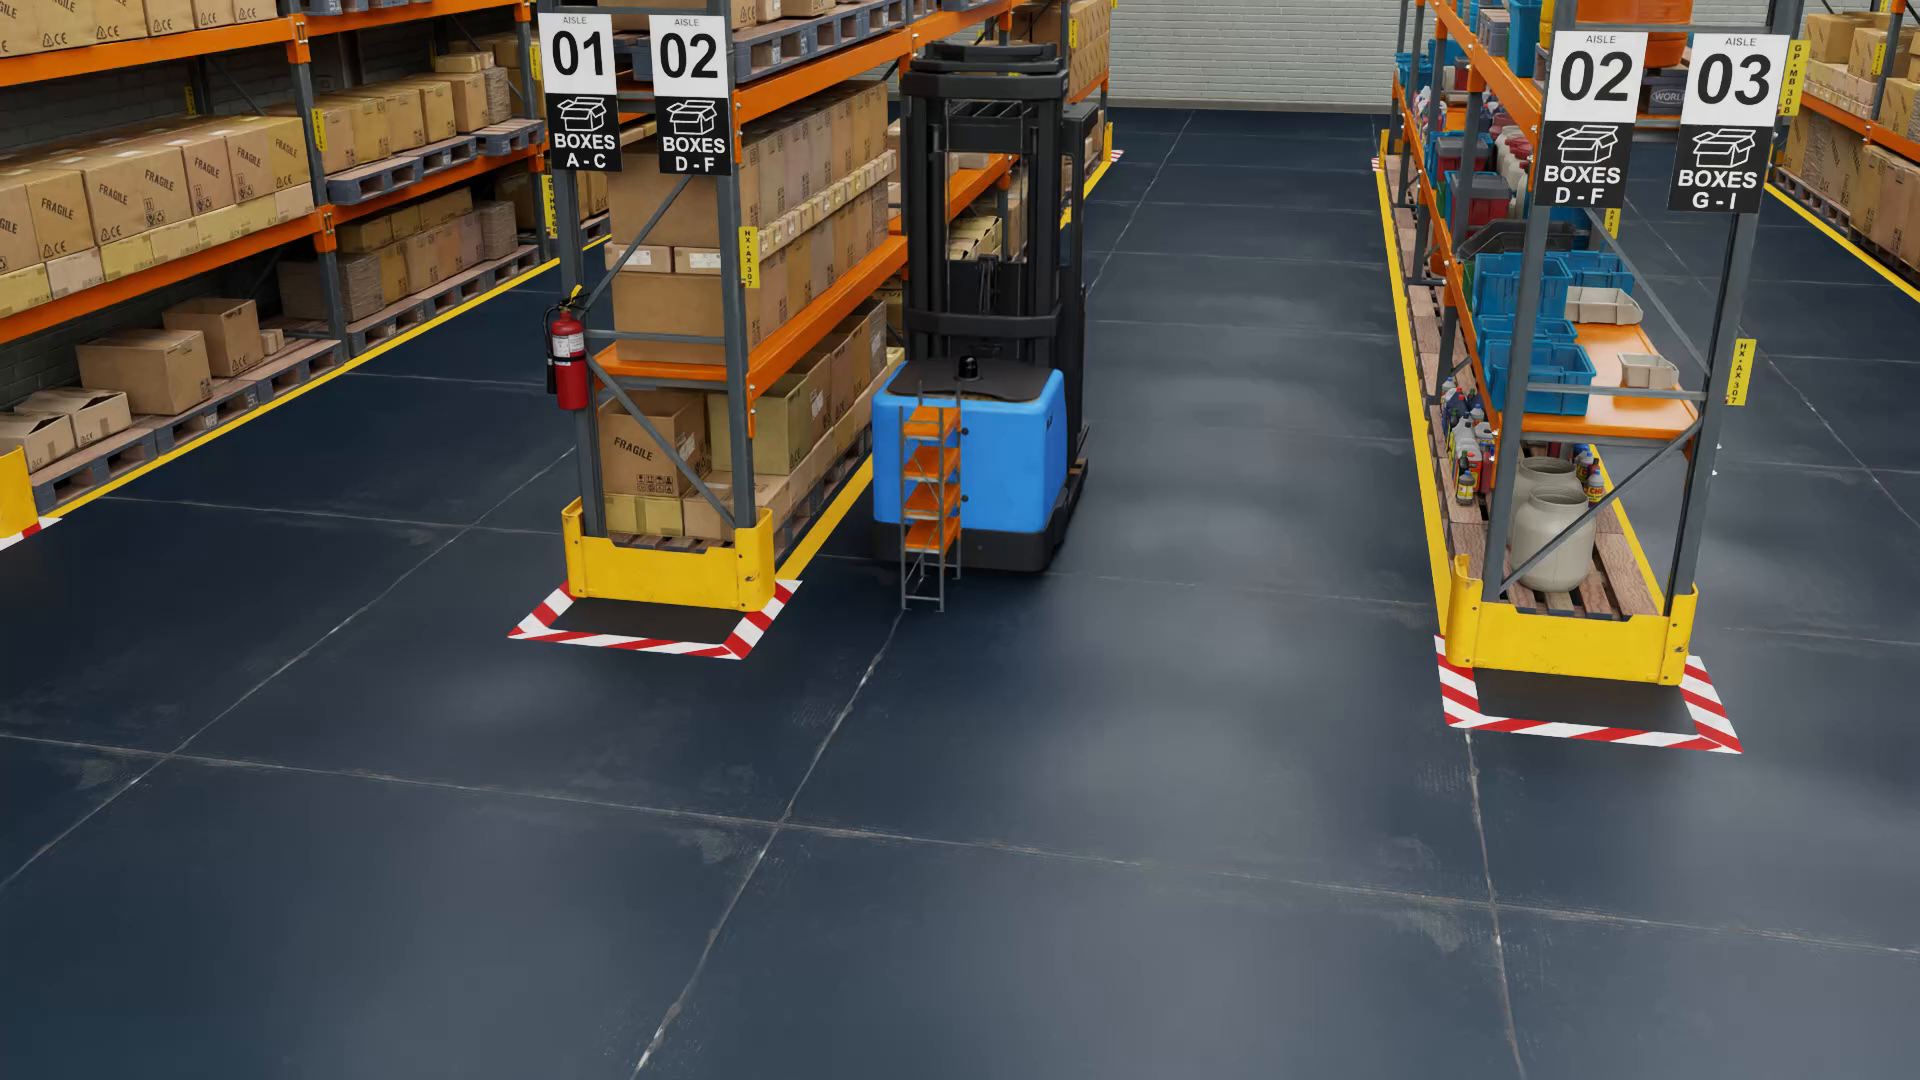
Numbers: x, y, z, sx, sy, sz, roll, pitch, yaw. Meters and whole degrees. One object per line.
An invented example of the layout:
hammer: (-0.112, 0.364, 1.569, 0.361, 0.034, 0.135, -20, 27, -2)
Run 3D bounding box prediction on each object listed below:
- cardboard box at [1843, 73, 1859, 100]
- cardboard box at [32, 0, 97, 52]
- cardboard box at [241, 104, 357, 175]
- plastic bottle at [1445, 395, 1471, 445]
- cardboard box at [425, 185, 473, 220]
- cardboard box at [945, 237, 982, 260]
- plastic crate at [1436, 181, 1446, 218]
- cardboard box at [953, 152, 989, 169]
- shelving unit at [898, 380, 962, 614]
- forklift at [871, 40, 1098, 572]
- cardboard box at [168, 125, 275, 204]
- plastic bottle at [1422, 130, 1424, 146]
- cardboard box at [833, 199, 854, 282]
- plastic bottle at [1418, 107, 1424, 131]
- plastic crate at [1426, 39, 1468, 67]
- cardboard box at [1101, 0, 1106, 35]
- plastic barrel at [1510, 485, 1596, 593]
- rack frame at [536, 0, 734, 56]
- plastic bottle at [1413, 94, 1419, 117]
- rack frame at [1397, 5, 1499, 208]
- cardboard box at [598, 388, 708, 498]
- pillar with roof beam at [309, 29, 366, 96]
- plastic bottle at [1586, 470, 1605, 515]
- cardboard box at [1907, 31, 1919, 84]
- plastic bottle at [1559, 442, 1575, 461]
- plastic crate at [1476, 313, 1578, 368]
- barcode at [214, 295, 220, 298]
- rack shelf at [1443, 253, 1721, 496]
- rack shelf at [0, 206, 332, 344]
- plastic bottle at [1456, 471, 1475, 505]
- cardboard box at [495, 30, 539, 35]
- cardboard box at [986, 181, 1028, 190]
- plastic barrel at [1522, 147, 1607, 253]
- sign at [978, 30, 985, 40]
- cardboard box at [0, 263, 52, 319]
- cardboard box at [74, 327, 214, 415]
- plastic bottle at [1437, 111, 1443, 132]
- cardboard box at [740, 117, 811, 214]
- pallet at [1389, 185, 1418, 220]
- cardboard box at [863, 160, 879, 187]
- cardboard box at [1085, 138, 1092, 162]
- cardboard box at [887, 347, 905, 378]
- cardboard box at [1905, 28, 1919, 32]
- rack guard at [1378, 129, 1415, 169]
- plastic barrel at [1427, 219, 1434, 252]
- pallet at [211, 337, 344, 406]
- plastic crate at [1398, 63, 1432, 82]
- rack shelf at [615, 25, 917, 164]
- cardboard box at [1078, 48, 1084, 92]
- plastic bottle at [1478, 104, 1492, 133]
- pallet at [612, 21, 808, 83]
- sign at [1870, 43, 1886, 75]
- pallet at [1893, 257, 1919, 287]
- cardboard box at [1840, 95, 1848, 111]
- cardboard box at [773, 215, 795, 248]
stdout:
cardboard box: (10.427, -5.169, 18.977, 0.500, 0.250, 0.500, 5, 23, 13)
cardboard box: (-5.945, -3.408, 10.626, 0.500, 0.500, 0.500, 6, 23, 13)
cardboard box: (-5.551, -3.371, 13.986, 0.700, 0.500, 0.500, 5, 22, 11)
plastic bottle: (3.400, -0.825, 11.343, 0.144, 0.351, 0.185, 4, 22, 9)
cardboard box: (-5.146, -3.321, 16.339, 0.500, 0.250, 0.500, 5, 22, 12)
cardboard box: (-0.093, -2.618, 15.206, 0.500, 0.311, 0.500, 4, 22, 11)
plastic crate: (4.089, -2.742, 13.430, 0.450, 0.188, 0.662, 4, 22, 11)
cardboard box: (0.065, -3.557, 15.507, 0.380, 0.149, 0.250, 4, 22, 11)
shelving unit: (-0.162, -0.244, 9.353, 0.258, 1.200, 0.503, 4, 22, 10)
forklift: (0.263, -1.693, 10.634, 1.130, 2.935, 3.031, 4, 22, 10)
cardboard box: (-5.579, -2.845, 12.573, 0.500, 0.500, 0.500, 4, 22, 11)
plastic bottle: (4.679, -4.036, 16.626, 0.097, 0.201, 0.097, 0, 22, 0)
cardboard box: (-1.130, -2.068, 11.339, 0.700, 0.500, 0.500, 5, 22, 12)
plastic bottle: (4.868, -4.408, 17.456, 0.097, 0.271, 0.097, 0, 22, 0)
plastic crate: (6.573, -6.478, 22.296, 0.616, 0.435, 0.499, 4, 22, 11)
cardboard box: (1.686, -7.091, 22.473, 0.500, 0.500, 0.500, 5, 22, 12)
plastic barrel: (3.253, -0.006, 9.122, 0.421, 0.512, 0.421, 0, 22, 0)
rack frame: (-1.655, -3.881, 7.944, 1.000, 3.000, 0.127, 4, 22, 11)
plastic bottle: (5.097, -4.818, 18.475, 0.097, 0.271, 0.097, 0, 22, 0)
rack frame: (5.642, -5.108, 19.021, 1.000, 3.000, 0.127, 4, 22, 11)
cardboard box: (-1.837, -0.584, 9.903, 0.500, 0.500, 0.500, 4, 22, 11)
pillar with roof beam: (-1.770, -6.445, 14.311, 9.100, 9.000, 0.400, 4, 22, 11)
plastic bottle: (3.869, -0.297, 10.139, 0.097, 0.271, 0.097, 0, 22, 0)
cardboard box: (10.369, -5.008, 17.295, 0.797, 0.503, 0.637, 4, 22, 10)
plastic bottle: (4.019, -0.618, 10.929, 0.152, 0.276, 0.135, 5, 22, 12)
plastic crate: (3.141, -1.093, 9.251, 0.499, 0.251, 0.408, 4, 22, 11)
barcode: (-6.034, -1.951, 13.511, 0.001, 0.075, 0.075, 4, 22, 11)
rack shelf: (3.602, -1.117, 10.074, 1.077, 0.370, 4.000, 4, 22, 11)
rack shelf: (-6.097, -1.872, 11.949, 1.077, 0.370, 4.000, 4, 22, 11)
plastic bottle: (3.139, -0.330, 10.315, 0.097, 0.201, 0.097, 0, 22, 0)
cardboard box: (-4.817, -5.504, 18.441, 0.500, 0.250, 0.500, 4, 22, 10)
cardboard box: (0.559, -3.588, 18.004, 0.500, 0.500, 0.500, 4, 22, 10)
plastic barrel: (4.385, -2.533, 11.956, 0.600, 0.901, 0.708, 4, 22, 11)
sign: (0.261, -5.927, 19.896, 0.100, 0.325, 0.005, 4, 22, 11)
cardboard box: (-6.094, -1.568, 10.406, 0.500, 0.250, 0.500, 4, 22, 9)
cardboard box: (-5.961, -1.238, 12.169, 0.700, 0.500, 0.500, 3, 22, 8)
plastic bottle: (4.903, -4.246, 17.037, 0.061, 0.283, 0.133, 4, 22, 11)
cardboard box: (-1.332, -2.312, 10.210, 0.700, 0.500, 0.500, 5, 22, 11)
pallet: (5.754, -4.086, 20.217, 1.003, 0.211, 1.213, 4, 22, 11)
cardboard box: (-0.788, -2.606, 11.807, 0.380, 0.149, 0.250, 4, 22, 9)
cardboard box: (1.517, -5.315, 22.628, 0.500, 0.250, 0.500, 4, 22, 11)
cardboard box: (-0.719, -1.294, 12.670, 0.500, 0.250, 0.500, 4, 22, 11)
cardboard box: (10.947, -5.482, 18.748, 0.500, 0.500, 0.500, 4, 22, 11)
rack guard: (6.451, -5.421, 23.144, 1.175, 0.500, 0.348, 4, 22, 11)
plastic barrel: (4.937, -3.079, 16.752, 0.421, 0.512, 0.421, 0, 22, 0)
pallet: (-5.791, -1.395, 13.536, 1.003, 0.211, 1.213, 4, 22, 11)
plastic crate: (5.817, -5.974, 21.315, 0.416, 0.233, 0.300, 4, 22, 11)
rack shelf: (-1.247, -2.887, 10.455, 1.077, 0.370, 4.000, 4, 22, 11)
cardboard box: (1.266, -5.886, 20.820, 0.500, 0.500, 0.500, 5, 22, 12)
plastic bottle: (5.374, -4.283, 17.039, 0.144, 0.351, 0.185, 4, 22, 11)
pallet: (-1.485, -2.705, 9.158, 1.003, 0.211, 1.213, 4, 22, 11)
sign: (9.947, -5.210, 18.010, 0.100, 0.325, 0.005, 4, 22, 11)
pallet: (10.161, -2.701, 16.778, 1.003, 0.211, 1.213, 4, 22, 11)
cardboard box: (10.390, -5.032, 19.169, 0.380, 0.149, 0.250, 5, 22, 12)
cardboard box: (-1.207, -1.852, 9.936, 0.380, 0.149, 0.250, 4, 22, 10)
